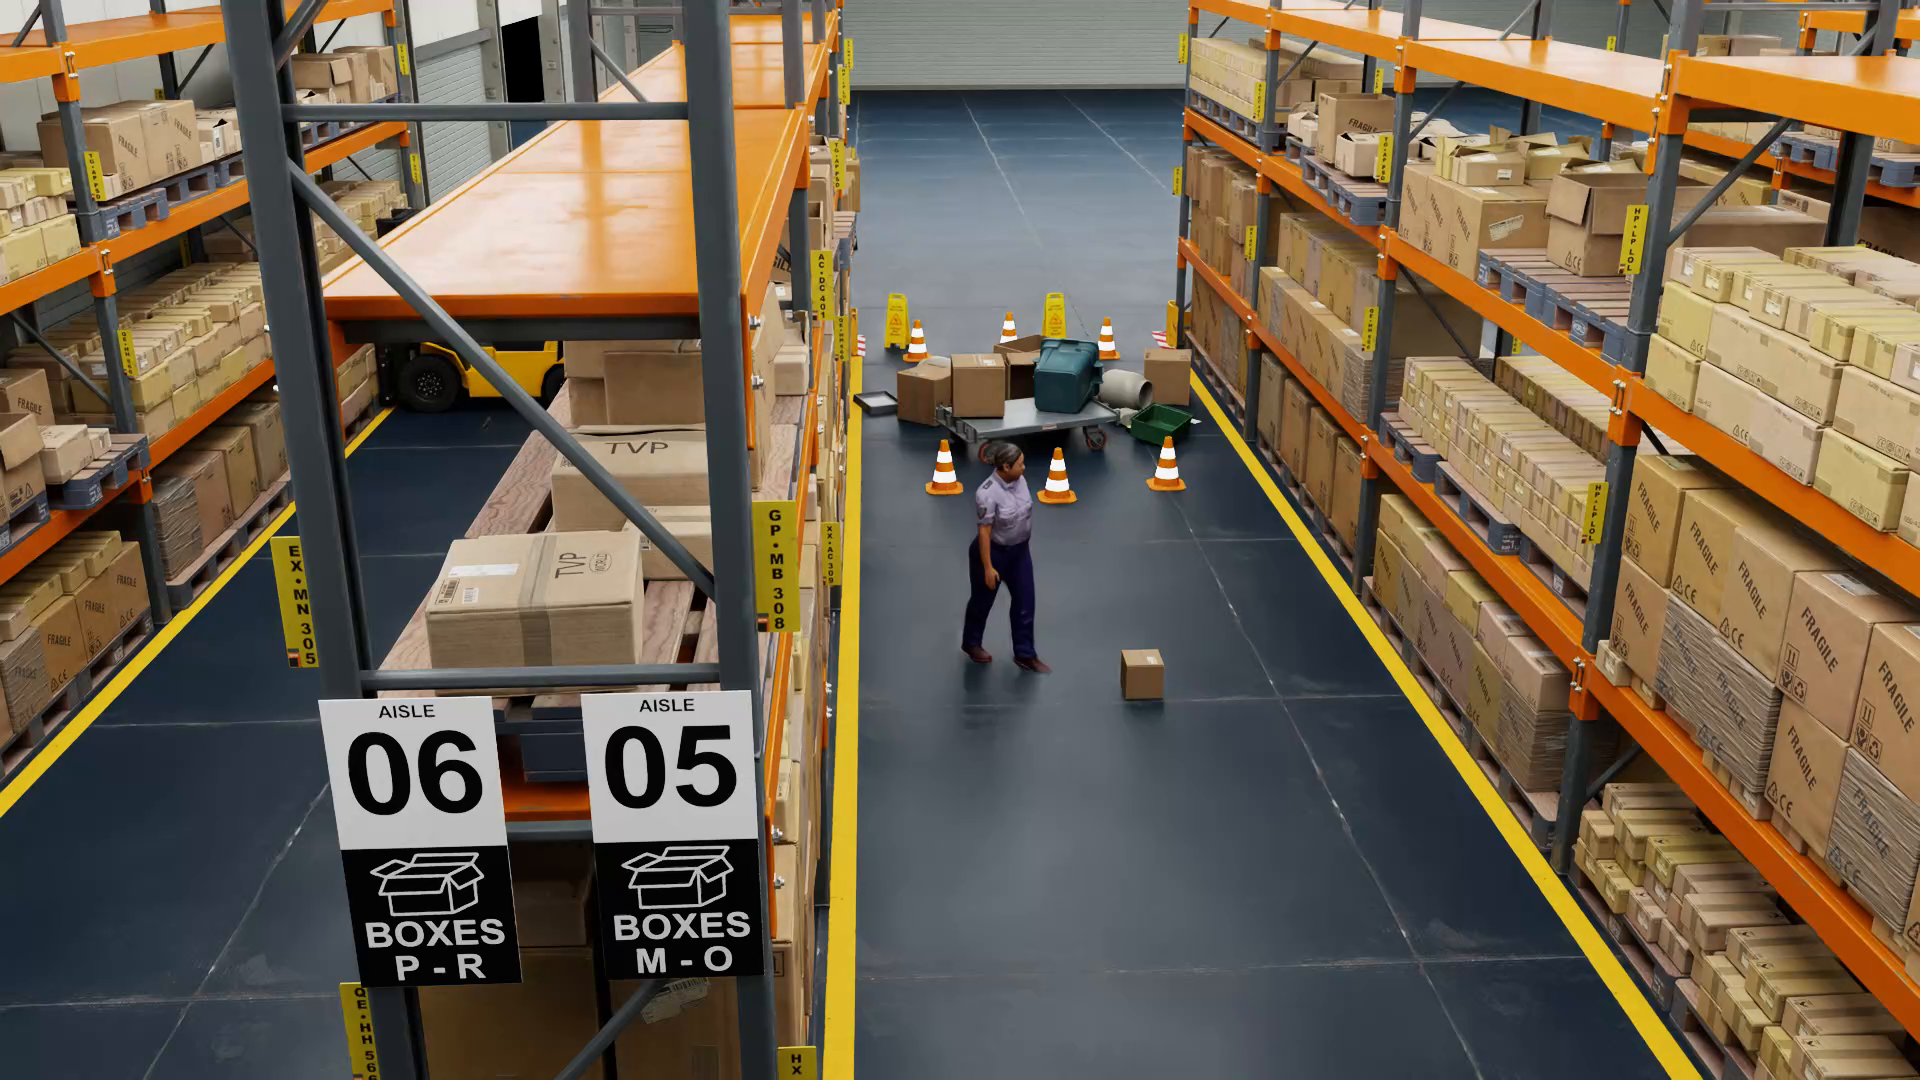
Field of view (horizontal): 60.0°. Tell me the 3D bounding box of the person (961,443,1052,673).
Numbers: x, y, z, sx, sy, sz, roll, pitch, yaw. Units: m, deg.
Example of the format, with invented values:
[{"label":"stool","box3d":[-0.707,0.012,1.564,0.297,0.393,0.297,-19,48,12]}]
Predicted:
[{"label":"person","box3d":[0.269,0.126,11.304,0.494,1.684,0.646,-18,27,-39]}]
